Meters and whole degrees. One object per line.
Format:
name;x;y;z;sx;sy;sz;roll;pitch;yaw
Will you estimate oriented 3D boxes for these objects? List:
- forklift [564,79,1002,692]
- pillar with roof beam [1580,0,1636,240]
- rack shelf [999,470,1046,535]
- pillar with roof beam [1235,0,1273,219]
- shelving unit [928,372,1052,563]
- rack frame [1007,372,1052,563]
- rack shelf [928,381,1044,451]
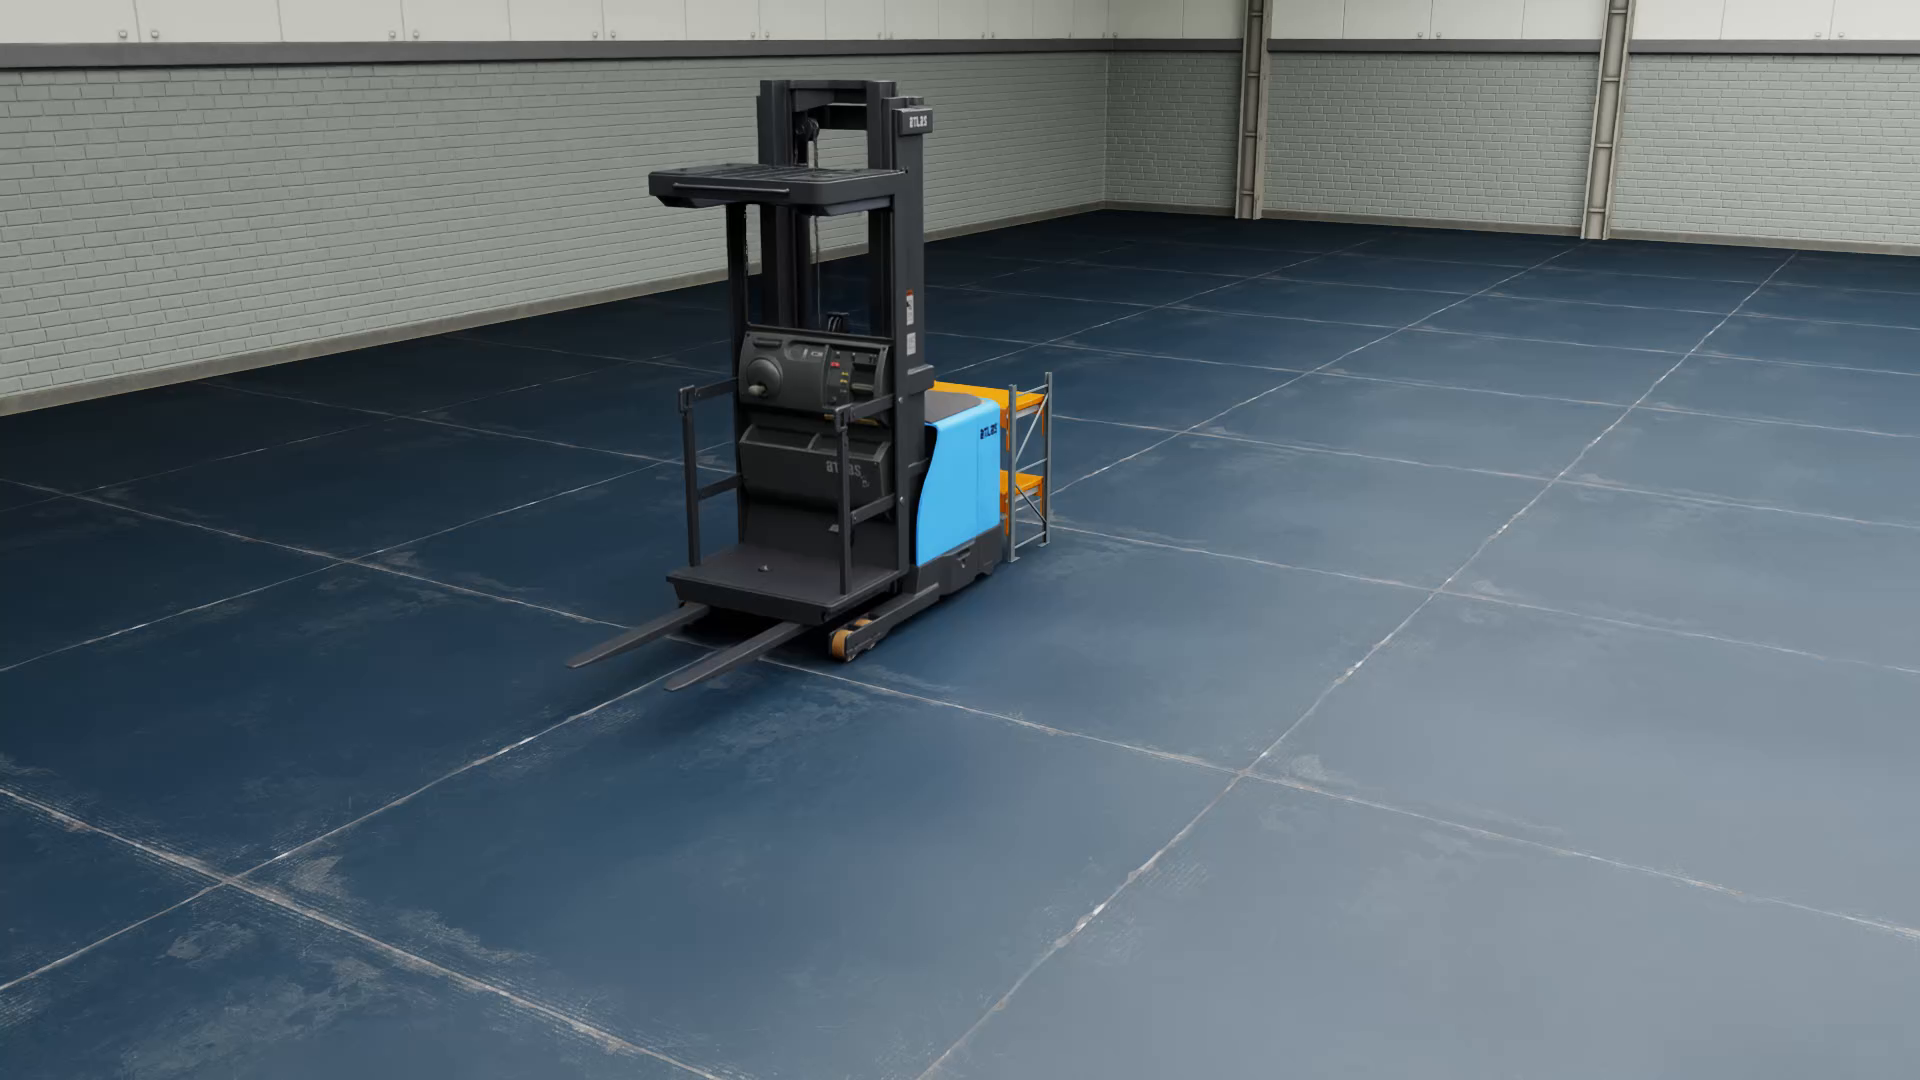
forklift;-0.902;-0.915;8.849;1.130;2.935;3.031;9;19;28
pillar with roof beam;8.066;-8.143;22.207;0.400;9.000;9.100;10;20;30
rack shelf;0.006;-0.303;10.785;1.000;0.278;0.538;10;20;30
pillar with roof beam;2.954;-9.056;25.212;0.400;9.000;9.100;10;20;30
shelving unit;0.006;-0.537;10.714;1.048;1.125;0.538;10;20;30
rack frame;0.439;-0.460;10.460;0.032;1.125;0.500;10;20;30
rack shelf;0.006;-0.817;10.629;1.000;0.278;0.538;10;20;30
